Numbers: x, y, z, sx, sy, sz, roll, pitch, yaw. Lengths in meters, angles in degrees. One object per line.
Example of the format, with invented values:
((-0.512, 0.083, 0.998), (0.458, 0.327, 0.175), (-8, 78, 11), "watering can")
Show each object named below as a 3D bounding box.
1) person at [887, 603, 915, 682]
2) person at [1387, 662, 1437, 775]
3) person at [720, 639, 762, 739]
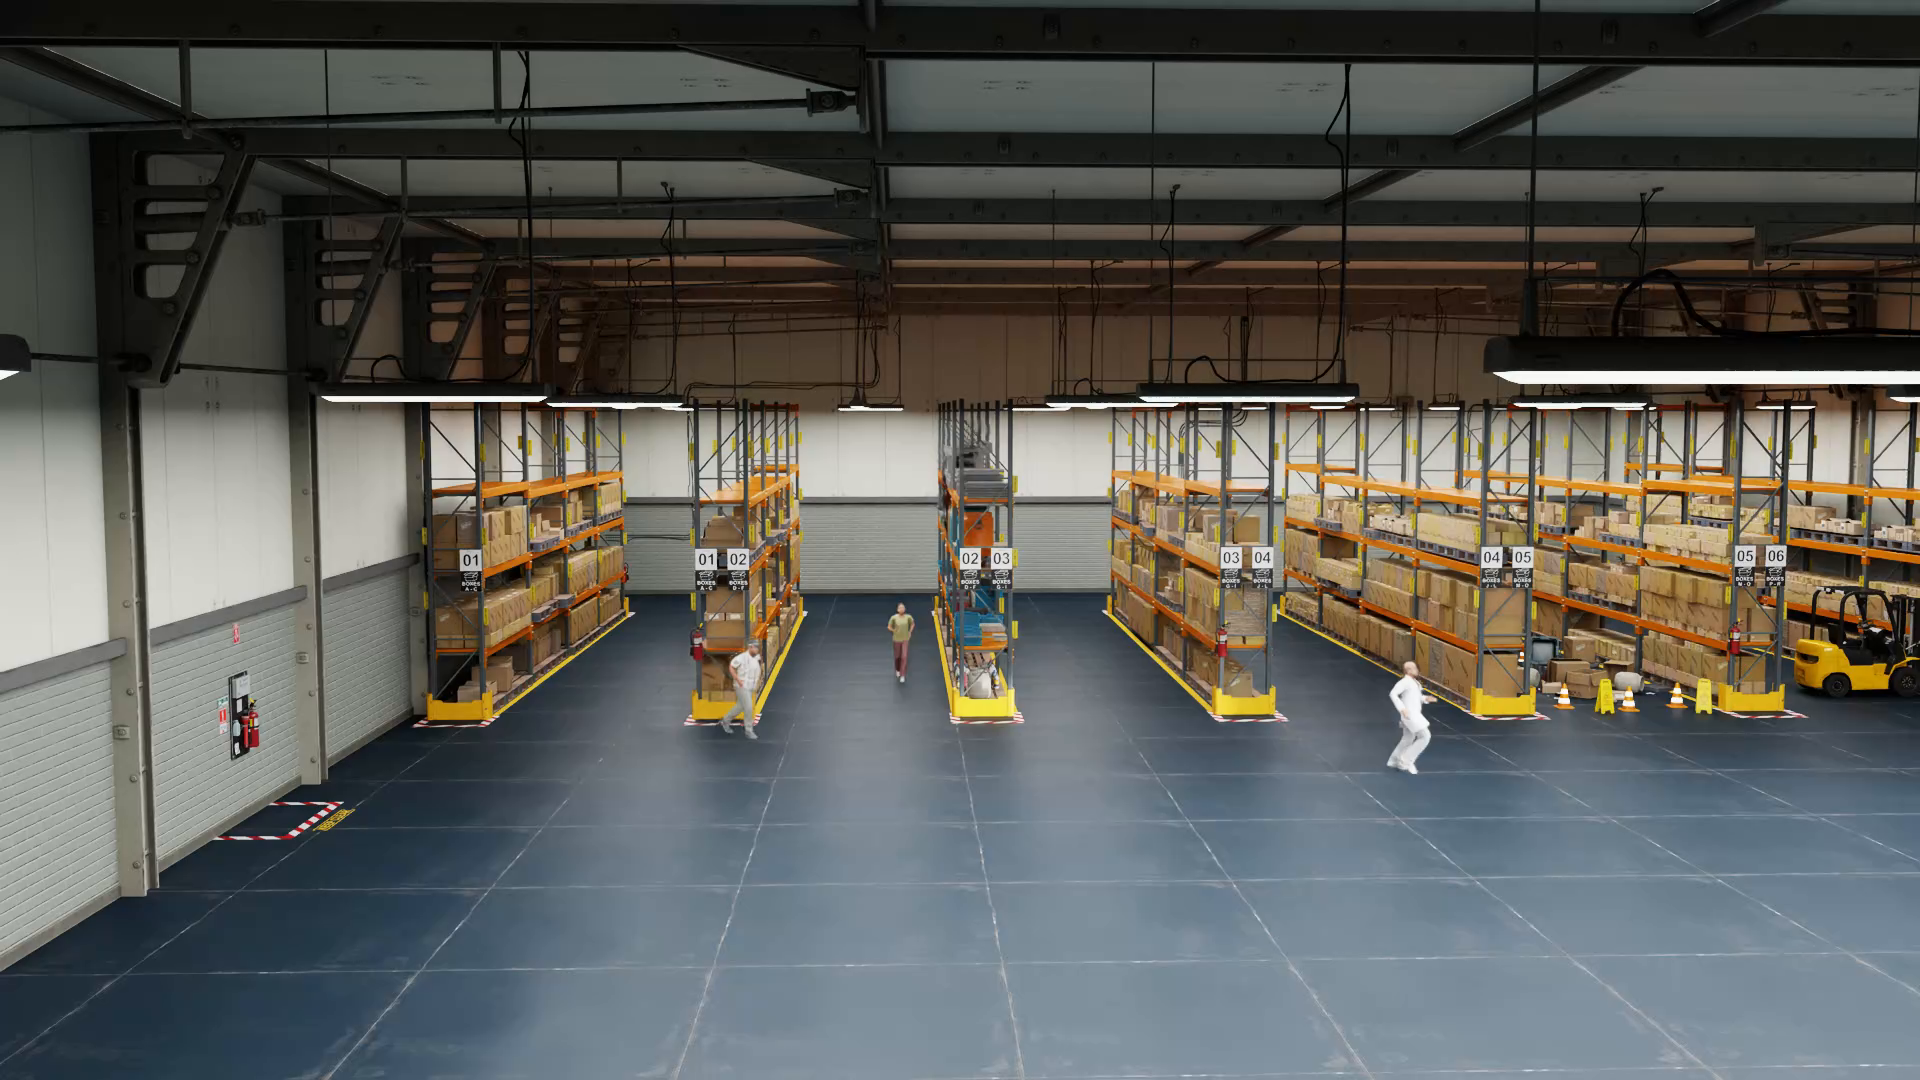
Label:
((-1.257, 2.160, 35.567), (0.585, 1.658, 0.897), (0, 4, -4), "person")
((7.200, 2.874, 26.489), (0.762, 1.703, 0.675), (2, 5, 21), "person")
((-3.872, 2.630, 29.603), (0.873, 1.787, 0.683), (3, 5, 34), "person")
